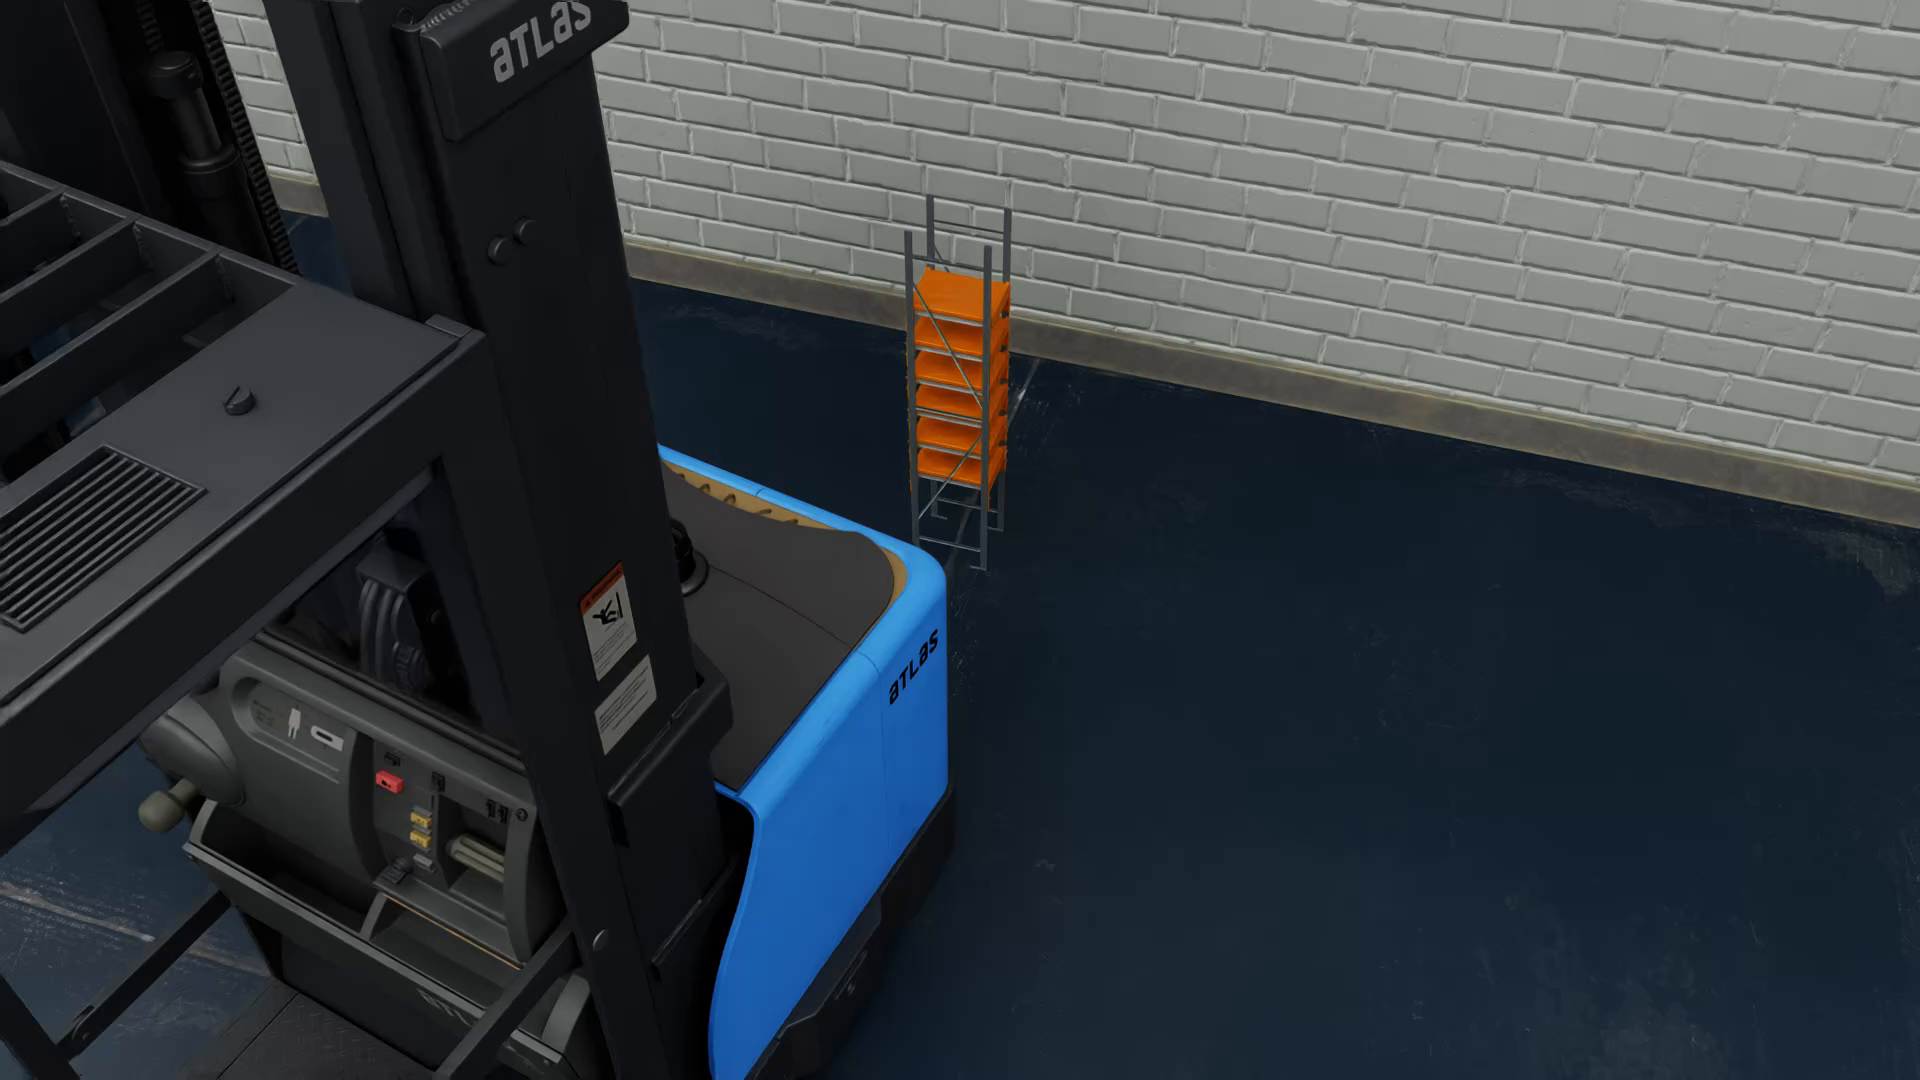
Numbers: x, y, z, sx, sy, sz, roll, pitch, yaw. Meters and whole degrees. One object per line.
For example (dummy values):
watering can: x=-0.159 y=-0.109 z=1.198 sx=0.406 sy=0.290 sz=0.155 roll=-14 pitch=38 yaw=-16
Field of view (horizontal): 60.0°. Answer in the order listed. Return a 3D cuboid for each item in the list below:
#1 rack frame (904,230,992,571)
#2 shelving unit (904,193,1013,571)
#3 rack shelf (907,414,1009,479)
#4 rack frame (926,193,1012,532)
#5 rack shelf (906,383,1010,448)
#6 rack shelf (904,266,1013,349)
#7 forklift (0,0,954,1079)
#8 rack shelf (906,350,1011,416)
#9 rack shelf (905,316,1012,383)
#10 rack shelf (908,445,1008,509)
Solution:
rack frame: x=-0.032 y=-0.358 z=4.758 sx=0.240 sy=1.200 sz=0.006 roll=13 pitch=46 yaw=12
shelving unit: x=-0.004 y=-0.419 z=4.821 sx=0.258 sy=1.200 sz=0.189 roll=13 pitch=46 yaw=12
rack shelf: x=-0.004 y=-0.302 z=4.936 sx=0.258 sy=0.103 sz=0.180 roll=13 pitch=46 yaw=12
rack frame: x=0.023 y=-0.480 z=4.883 sx=0.240 sy=1.200 sz=0.006 roll=13 pitch=46 yaw=12
rack shelf: x=-0.004 y=-0.387 z=4.852 sx=0.258 sy=0.103 sz=0.180 roll=13 pitch=46 yaw=12
rack shelf: x=-0.004 y=-0.645 z=4.600 sx=0.258 sy=0.103 sz=0.180 roll=13 pitch=46 yaw=12
forklift: x=-1.174 y=0.494 z=2.649 sx=1.130 sy=2.935 sz=3.031 roll=21 pitch=48 yaw=20
rack shelf: x=-0.004 y=-0.473 z=4.768 sx=0.258 sy=0.103 sz=0.180 roll=13 pitch=46 yaw=12
rack shelf: x=-0.004 y=-0.559 z=4.684 sx=0.258 sy=0.103 sz=0.180 roll=13 pitch=46 yaw=12
rack shelf: x=-0.004 y=-0.216 z=5.019 sx=0.258 sy=0.103 sz=0.180 roll=13 pitch=46 yaw=12
